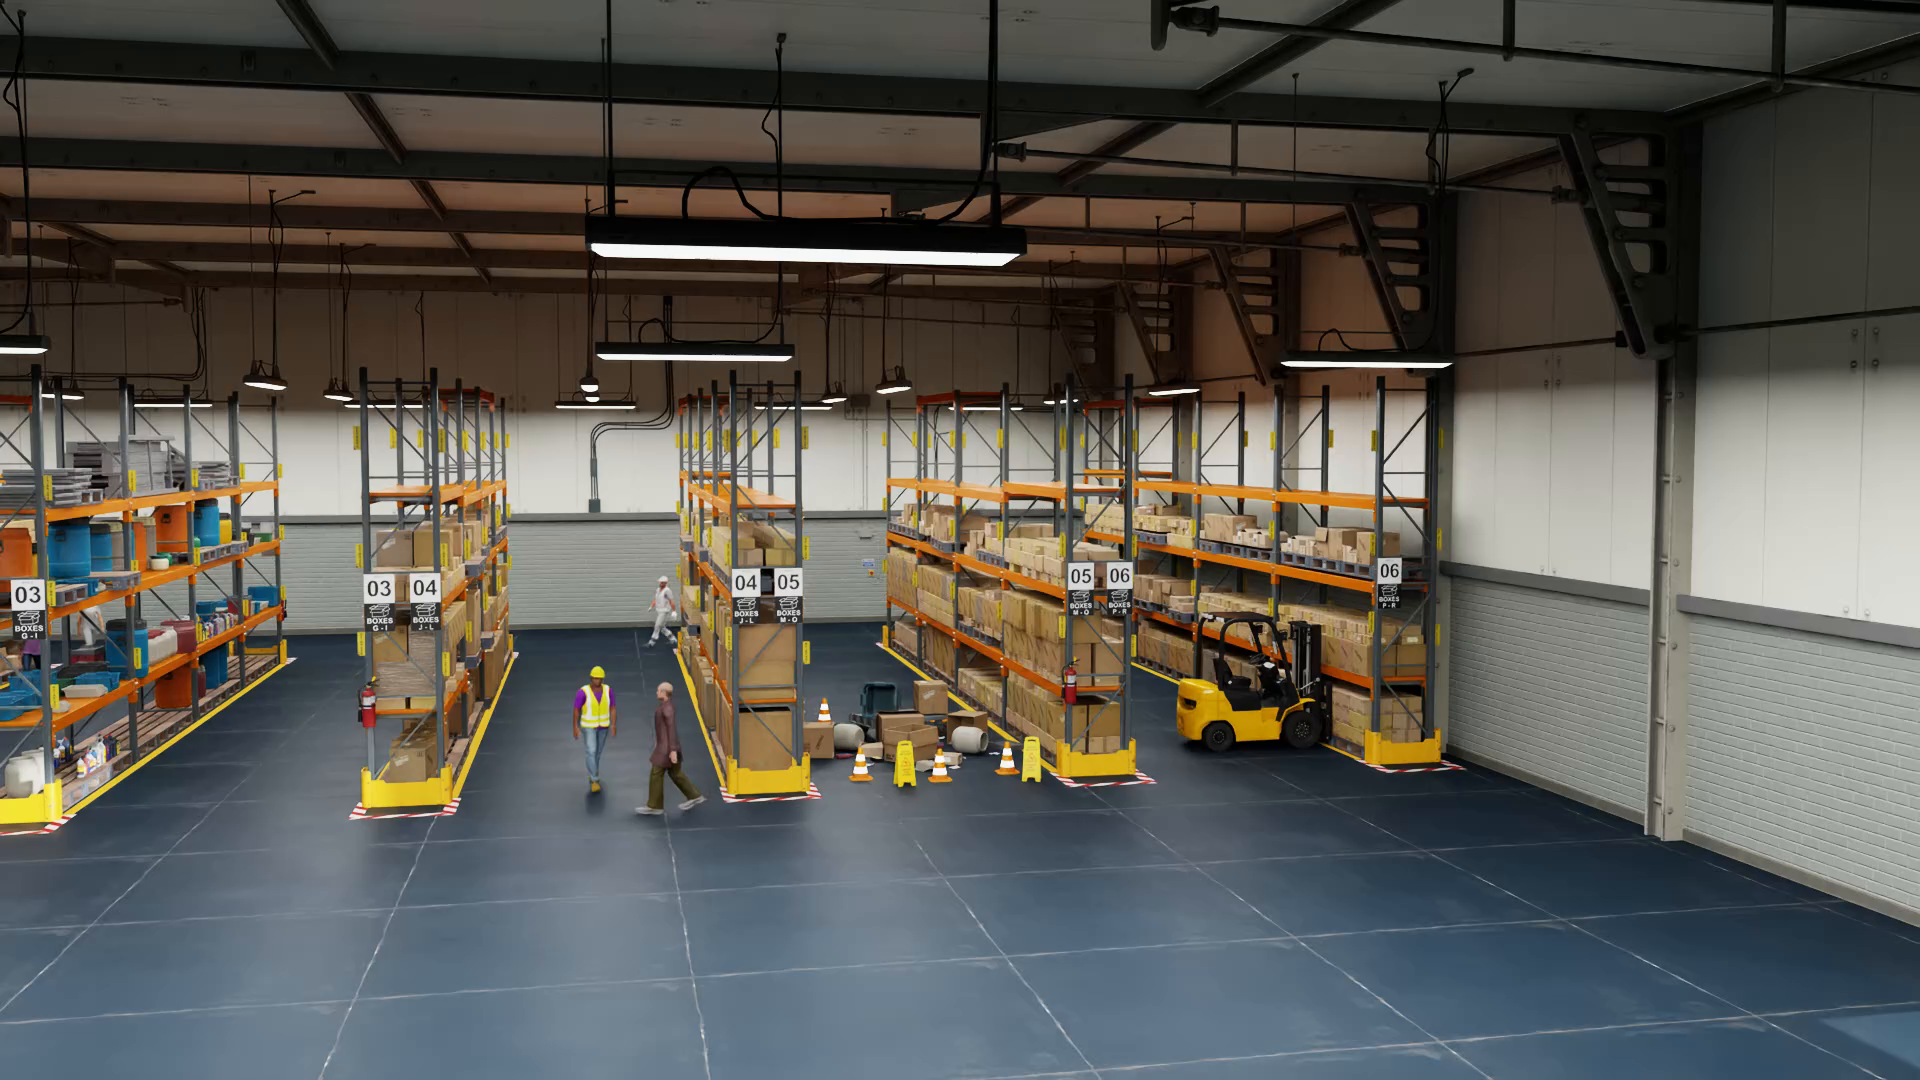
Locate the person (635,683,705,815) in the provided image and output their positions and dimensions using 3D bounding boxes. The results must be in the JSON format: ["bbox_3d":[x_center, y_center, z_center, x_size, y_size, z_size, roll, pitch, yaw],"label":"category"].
[{"bbox_3d":[-3.906,2.792,22.394,0.897,1.758,0.568,0,3,-2],"label":"person"}]

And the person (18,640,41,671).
[{"bbox_3d":[-18.407,2.248,32.965,0.500,1.545,0.941,-1,4,-20],"label":"person"}]

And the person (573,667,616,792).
[{"bbox_3d":[-5.236,2.686,23.984,0.592,1.720,0.951,-3,4,-37],"label":"person"}]

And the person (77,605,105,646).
[{"bbox_3d":[-19.451,1.961,37.189,1.105,1.603,0.487,3,5,43],"label":"person"}]

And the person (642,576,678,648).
[{"bbox_3d":[-7.184,1.743,40.127,0.921,1.747,0.664,-3,4,-40],"label":"person"}]
